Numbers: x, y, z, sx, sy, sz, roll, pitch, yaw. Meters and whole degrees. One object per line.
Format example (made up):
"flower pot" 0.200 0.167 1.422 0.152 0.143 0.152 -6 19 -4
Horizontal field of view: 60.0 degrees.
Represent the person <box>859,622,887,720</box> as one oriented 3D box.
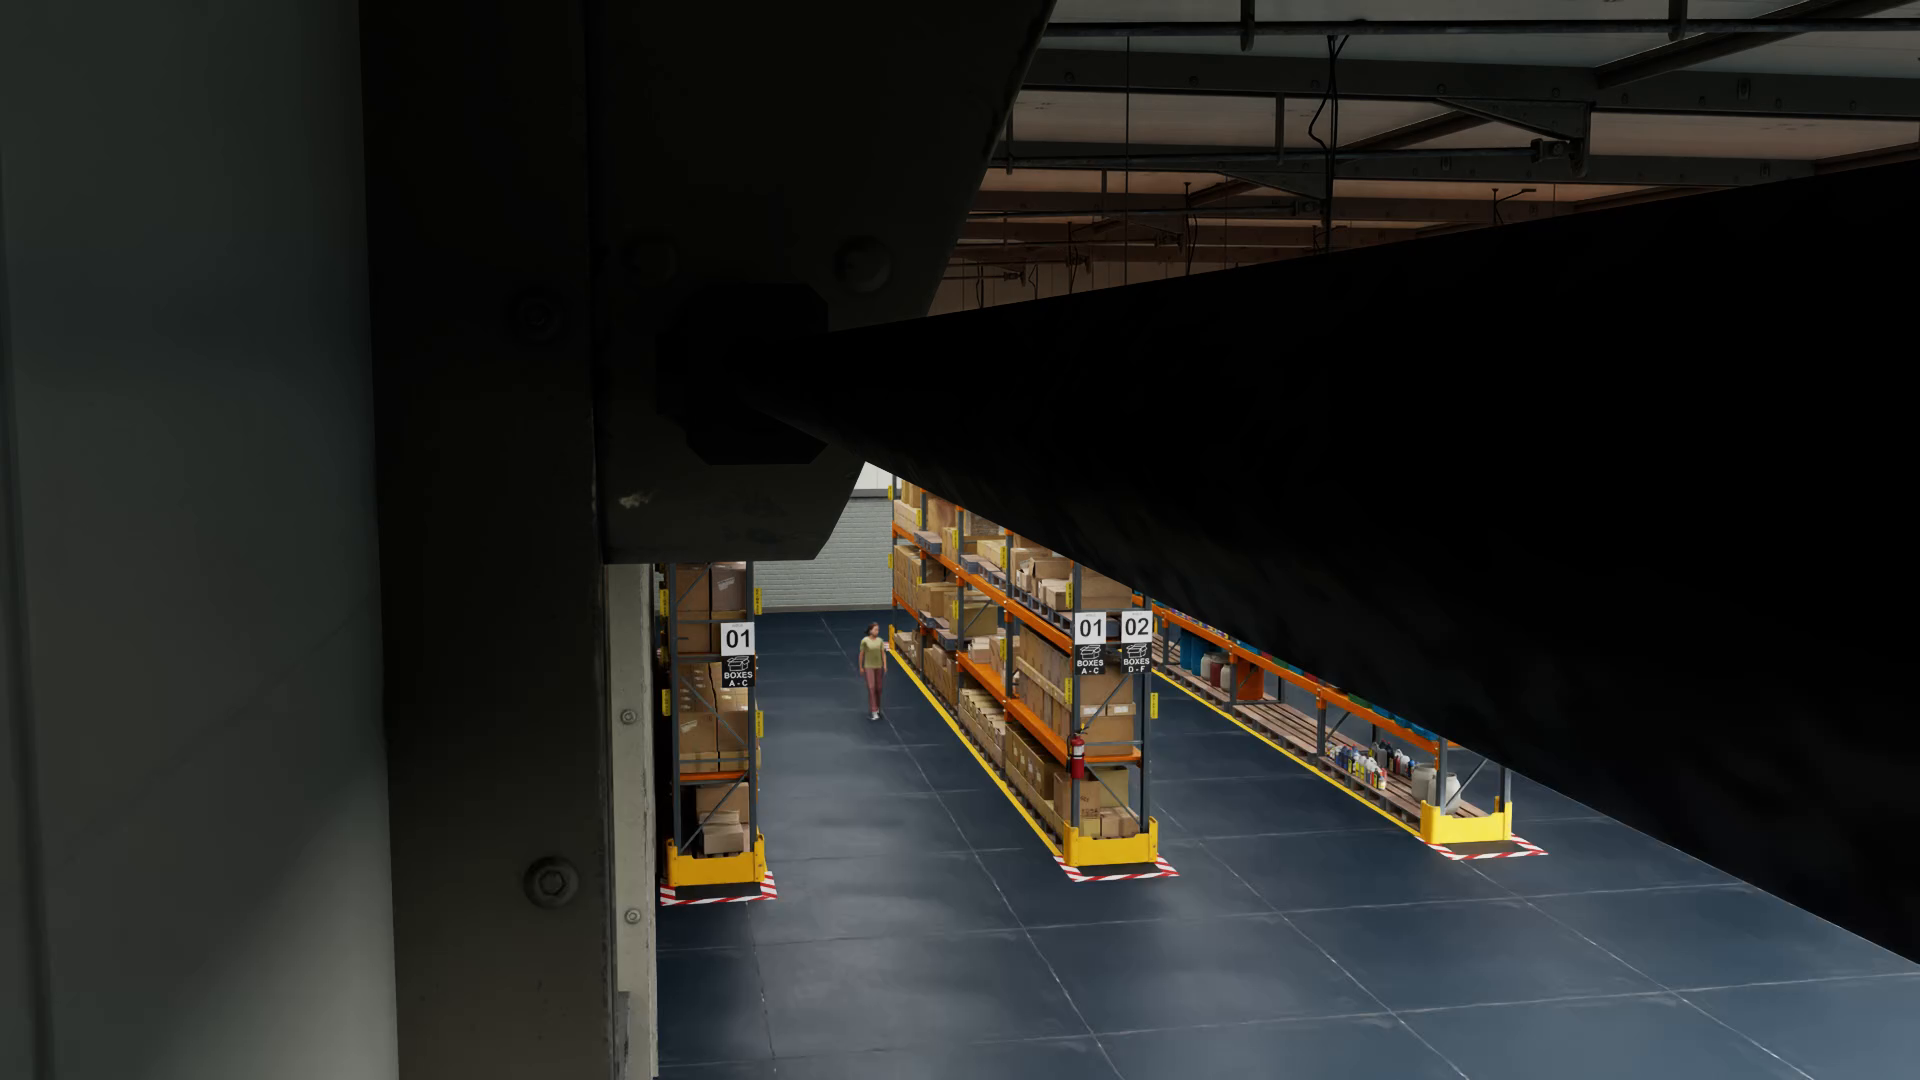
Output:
"person" -1.493 2.321 29.608 0.469 1.669 0.745 -3 7 -24
